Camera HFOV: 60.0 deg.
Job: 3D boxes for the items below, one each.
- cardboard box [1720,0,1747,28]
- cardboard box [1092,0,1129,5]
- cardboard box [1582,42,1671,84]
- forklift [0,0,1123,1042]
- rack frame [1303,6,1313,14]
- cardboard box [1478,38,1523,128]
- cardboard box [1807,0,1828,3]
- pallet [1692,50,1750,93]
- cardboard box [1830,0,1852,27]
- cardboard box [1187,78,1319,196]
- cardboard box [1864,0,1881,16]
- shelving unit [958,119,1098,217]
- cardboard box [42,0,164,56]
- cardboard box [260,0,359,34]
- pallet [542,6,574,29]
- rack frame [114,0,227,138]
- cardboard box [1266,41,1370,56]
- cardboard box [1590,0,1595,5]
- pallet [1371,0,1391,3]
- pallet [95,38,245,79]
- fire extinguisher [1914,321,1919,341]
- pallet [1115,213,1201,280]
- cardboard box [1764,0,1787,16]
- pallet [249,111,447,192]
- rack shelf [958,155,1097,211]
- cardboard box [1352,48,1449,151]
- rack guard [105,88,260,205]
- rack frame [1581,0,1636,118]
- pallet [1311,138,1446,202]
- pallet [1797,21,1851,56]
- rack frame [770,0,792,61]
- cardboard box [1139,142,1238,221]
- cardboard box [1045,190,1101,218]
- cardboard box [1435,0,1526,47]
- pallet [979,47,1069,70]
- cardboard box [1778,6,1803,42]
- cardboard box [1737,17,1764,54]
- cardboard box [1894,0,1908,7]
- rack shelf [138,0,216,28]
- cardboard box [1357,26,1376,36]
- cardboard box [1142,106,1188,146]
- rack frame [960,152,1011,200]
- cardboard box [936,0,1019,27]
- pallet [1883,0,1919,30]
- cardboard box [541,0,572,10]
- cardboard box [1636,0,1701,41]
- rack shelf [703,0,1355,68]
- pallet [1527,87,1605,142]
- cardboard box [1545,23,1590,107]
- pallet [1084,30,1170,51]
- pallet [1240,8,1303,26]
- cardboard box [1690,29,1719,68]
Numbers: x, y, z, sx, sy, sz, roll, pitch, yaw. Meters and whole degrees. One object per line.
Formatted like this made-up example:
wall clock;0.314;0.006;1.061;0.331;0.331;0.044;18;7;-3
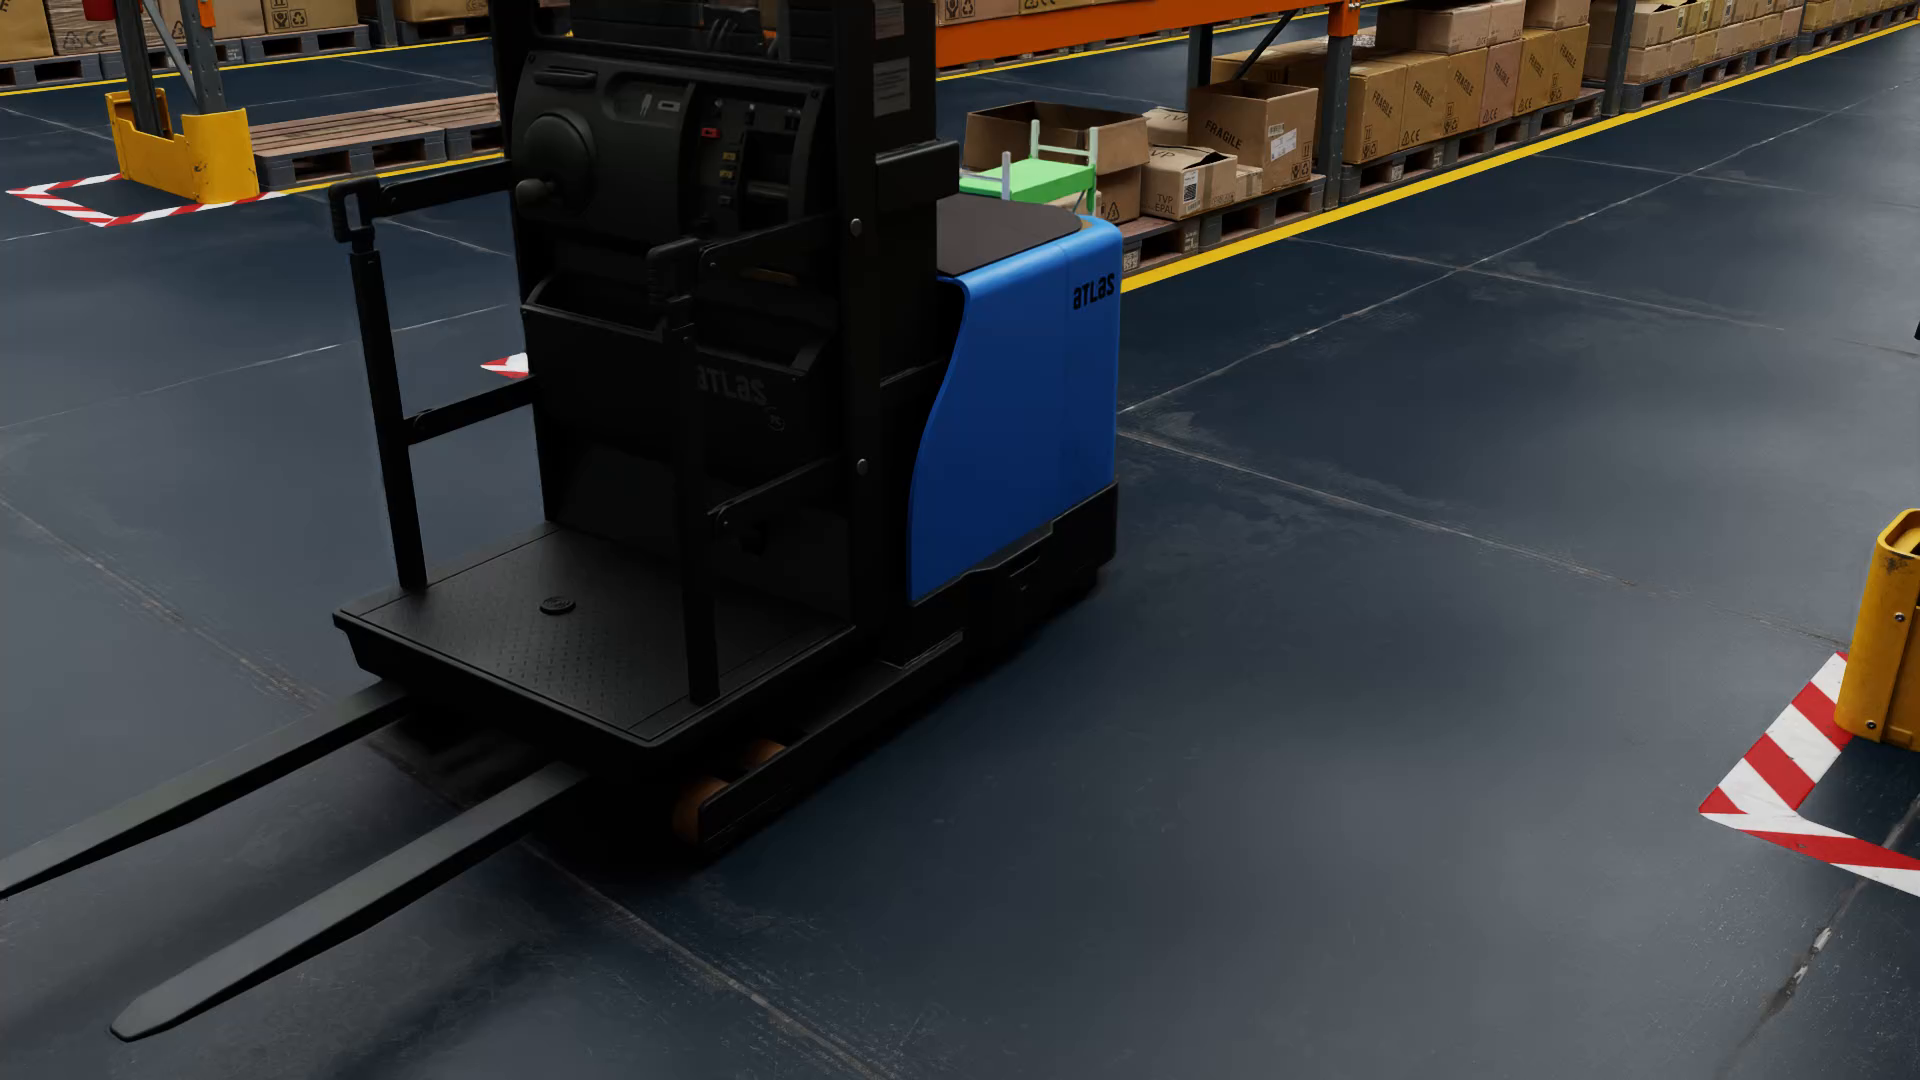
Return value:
cardboard box;6.001;-4.334;13.413;0.500;0.311;0.500;20;31;37
cardboard box;0.569;-2.722;7.533;0.500;0.500;0.500;21;31;38
cardboard box;4.972;-3.605;12.470;0.500;0.250;0.500;20;31;37
forklift;-0.800;-0.869;3.605;1.130;2.935;3.031;16;29;32
rack frame;3.387;-7.161;17.554;1.000;3.000;0.127;20;31;38
cardboard box;3.263;-2.980;10.748;0.500;0.500;0.500;19;30;36
cardboard box;7.616;-5.142;14.982;0.500;0.500;0.500;20;31;38
pallet;5.797;-3.926;13.748;1.003;0.211;1.213;20;31;38
cardboard box;7.946;-4.953;15.479;0.500;0.250;0.500;20;31;38
cardboard box;1.565;-2.179;8.960;0.500;0.500;0.500;20;31;38
cardboard box;8.613;-5.258;16.159;0.500;0.250;0.500;20;31;38
shelving unit;0.188;-0.685;5.312;0.258;1.200;0.503;16;29;32
cardboard box;-7.335;-4.573;13.867;0.875;0.875;0.875;20;31;38
cardboard box;-6.140;-5.118;15.083;0.875;0.875;0.875;20;31;38
pallet;-4.367;-5.432;17.108;1.003;0.211;1.213;20;31;38
rack frame;-4.622;-3.504;9.400;1.000;3.000;0.127;20;31;38
cardboard box;2.186;-2.807;10.361;0.500;0.500;0.500;20;31;38
cardboard box;4.570;-4.008;12.685;0.500;0.311;0.500;21;32;39
pallet;4.681;-6.455;19.388;1.003;0.211;1.213;20;31;38
pallet;-7.020;-4.219;14.403;1.003;0.211;1.213;20;31;38
fire extinguisher;2.312;-0.674;3.637;0.296;0.674;0.183;20;31;38
pallet;0.461;-1.515;8.370;1.003;0.211;1.213;20;31;38
cardboard box;6.674;-4.638;14.090;0.500;0.311;0.500;21;32;39
pallet;-4.042;-2.473;10.507;1.003;0.211;1.213;20;31;38
rack shelf;0.188;-1.065;5.141;0.258;0.148;0.480;16;29;32
cardboard box;2.586;-2.676;10.070;0.500;0.500;0.500;21;31;38
rack guard;-4.628;-2.353;9.887;1.175;0.500;0.348;20;31;38
rack frame;4.404;-4.588;11.817;1.000;3.000;0.127;20;31;38
pallet;2.249;-2.355;10.245;1.003;0.211;1.213;20;31;38
pallet;7.635;-4.765;15.620;1.003;0.211;1.213;20;31;38
rack frame;-0.935;-2.151;6.381;1.000;3.000;0.127;20;31;38
cardboard box;1.065;-1.864;8.489;0.500;0.311;0.500;20;31;38
cardboard box;0.306;-1.490;7.729;0.500;0.250;0.500;20;31;38
cardboard box;3.240;-3.310;10.568;0.500;0.250;0.500;19;31;37
pallet;0.222;-4.418;14.845;1.003;0.211;1.213;20;31;38
cardboard box;7.013;-4.538;14.553;0.500;0.250;0.500;20;31;37
cardboard box;6.333;-4.229;13.863;0.500;0.250;0.500;21;32;39
cardboard box;9.280;-5.563;16.838;0.500;0.250;0.500;20;31;38
rack shelf;-3.287;-3.786;10.906;1.077;0.370;4.000;20;31;38
cardboard box;2.859;-3.115;11.048;0.500;0.500;0.500;19;30;36
cardboard box;1.293;-2.275;9.405;0.500;0.311;0.500;20;31;38
rack frame;0.045;-0.604;5.131;0.240;1.200;0.015;16;29;32
cardboard box;-0.102;-2.418;6.855;0.500;0.500;0.500;20;31;37
pallet;9.264;-5.509;17.278;1.003;0.211;1.213;20;31;38
cardboard box;-4.632;-5.771;16.538;1.225;0.875;0.875;19;30;36
cardboard box;5.316;-4.023;12.718;0.500;0.311;0.500;19;31;36
rack shelf;0.399;-2.432;7.887;1.077;0.370;4.000;20;31;38
pallet;3.877;-3.099;11.903;1.003;0.211;1.213;20;31;38
cardboard box;3.954;-3.299;11.460;0.500;0.500;0.500;22;32;39
pallet;1.264;-4.895;15.909;1.003;0.211;1.213;20;31;38
pallet;2.892;-5.638;17.567;1.003;0.211;1.213;20;31;38
cardboard box;5.649;-3.918;13.169;0.500;0.250;0.500;19;30;36
